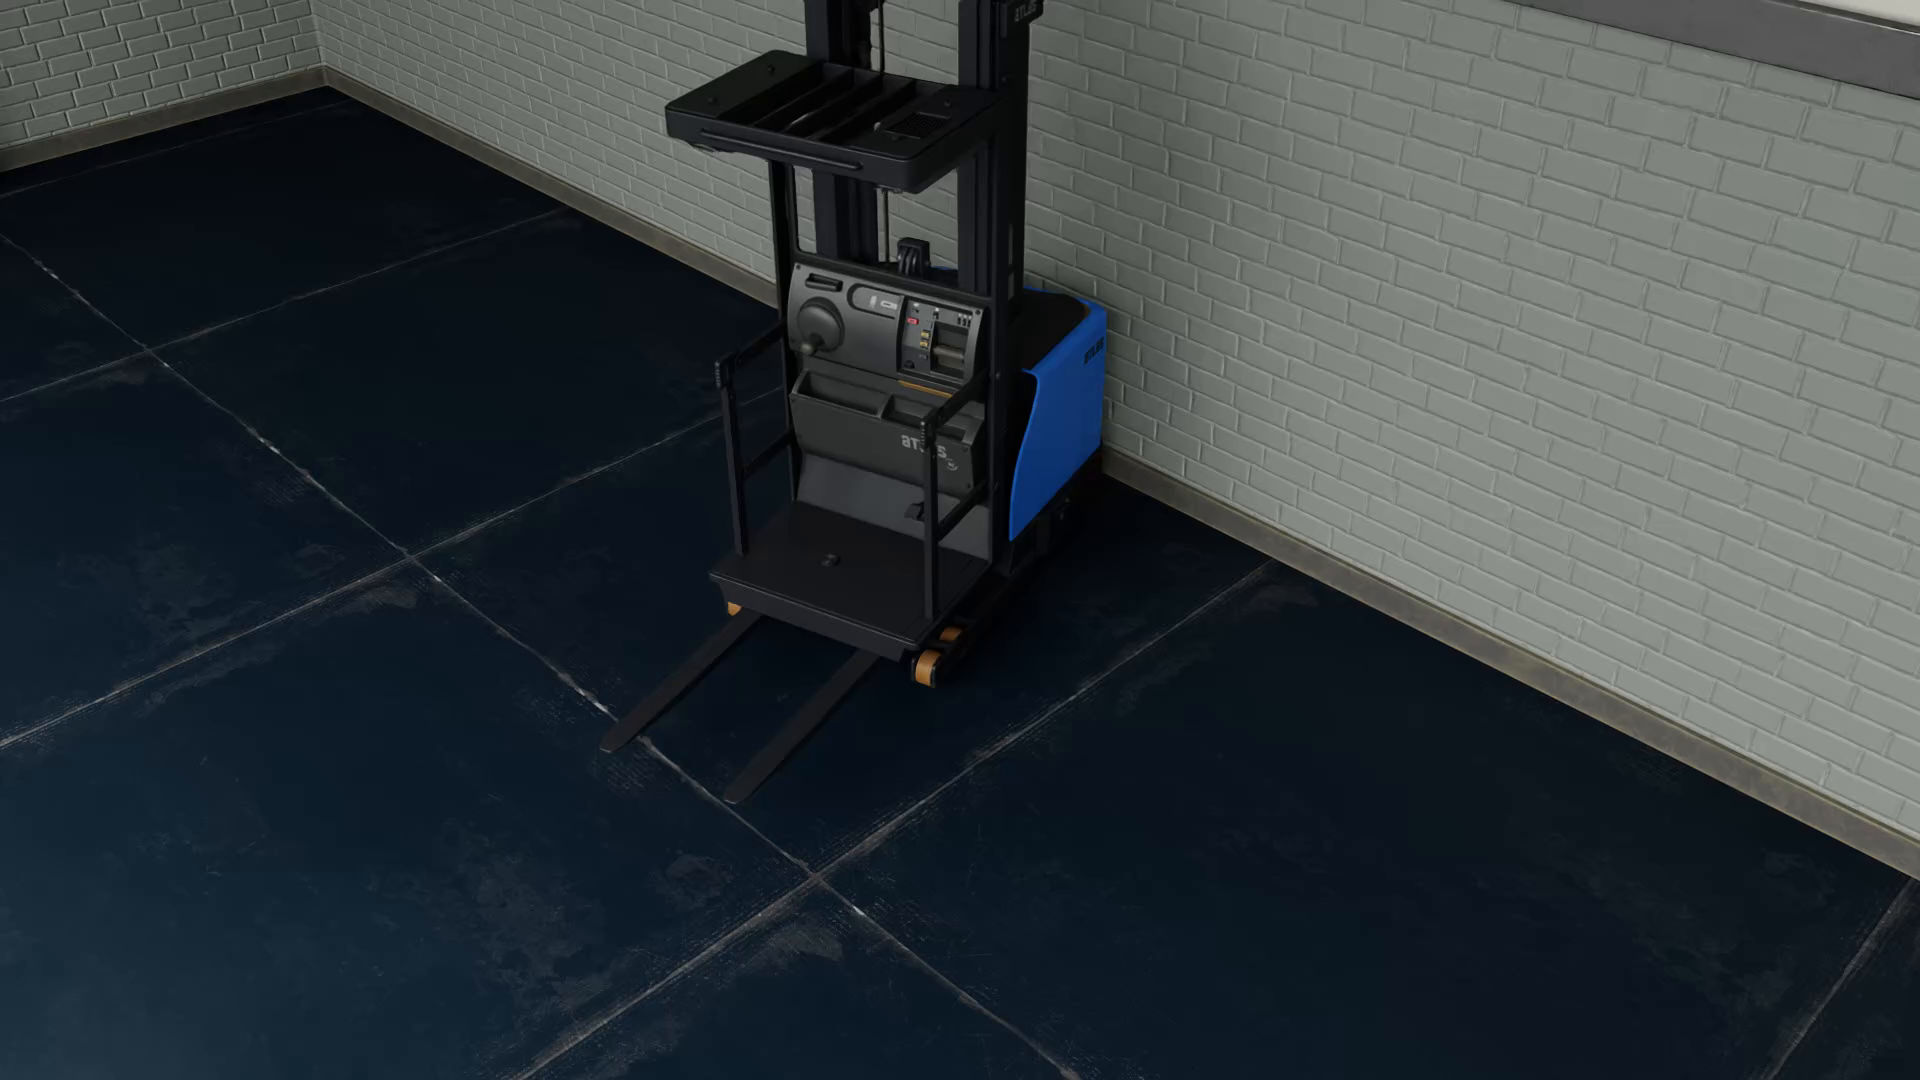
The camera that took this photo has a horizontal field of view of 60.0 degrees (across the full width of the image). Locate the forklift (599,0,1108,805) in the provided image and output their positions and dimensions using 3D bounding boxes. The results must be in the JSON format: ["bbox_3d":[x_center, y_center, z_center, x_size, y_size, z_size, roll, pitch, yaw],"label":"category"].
[{"bbox_3d":[-0.426,-0.852,6.910,1.130,2.935,3.031,17,39,23],"label":"forklift"}]
